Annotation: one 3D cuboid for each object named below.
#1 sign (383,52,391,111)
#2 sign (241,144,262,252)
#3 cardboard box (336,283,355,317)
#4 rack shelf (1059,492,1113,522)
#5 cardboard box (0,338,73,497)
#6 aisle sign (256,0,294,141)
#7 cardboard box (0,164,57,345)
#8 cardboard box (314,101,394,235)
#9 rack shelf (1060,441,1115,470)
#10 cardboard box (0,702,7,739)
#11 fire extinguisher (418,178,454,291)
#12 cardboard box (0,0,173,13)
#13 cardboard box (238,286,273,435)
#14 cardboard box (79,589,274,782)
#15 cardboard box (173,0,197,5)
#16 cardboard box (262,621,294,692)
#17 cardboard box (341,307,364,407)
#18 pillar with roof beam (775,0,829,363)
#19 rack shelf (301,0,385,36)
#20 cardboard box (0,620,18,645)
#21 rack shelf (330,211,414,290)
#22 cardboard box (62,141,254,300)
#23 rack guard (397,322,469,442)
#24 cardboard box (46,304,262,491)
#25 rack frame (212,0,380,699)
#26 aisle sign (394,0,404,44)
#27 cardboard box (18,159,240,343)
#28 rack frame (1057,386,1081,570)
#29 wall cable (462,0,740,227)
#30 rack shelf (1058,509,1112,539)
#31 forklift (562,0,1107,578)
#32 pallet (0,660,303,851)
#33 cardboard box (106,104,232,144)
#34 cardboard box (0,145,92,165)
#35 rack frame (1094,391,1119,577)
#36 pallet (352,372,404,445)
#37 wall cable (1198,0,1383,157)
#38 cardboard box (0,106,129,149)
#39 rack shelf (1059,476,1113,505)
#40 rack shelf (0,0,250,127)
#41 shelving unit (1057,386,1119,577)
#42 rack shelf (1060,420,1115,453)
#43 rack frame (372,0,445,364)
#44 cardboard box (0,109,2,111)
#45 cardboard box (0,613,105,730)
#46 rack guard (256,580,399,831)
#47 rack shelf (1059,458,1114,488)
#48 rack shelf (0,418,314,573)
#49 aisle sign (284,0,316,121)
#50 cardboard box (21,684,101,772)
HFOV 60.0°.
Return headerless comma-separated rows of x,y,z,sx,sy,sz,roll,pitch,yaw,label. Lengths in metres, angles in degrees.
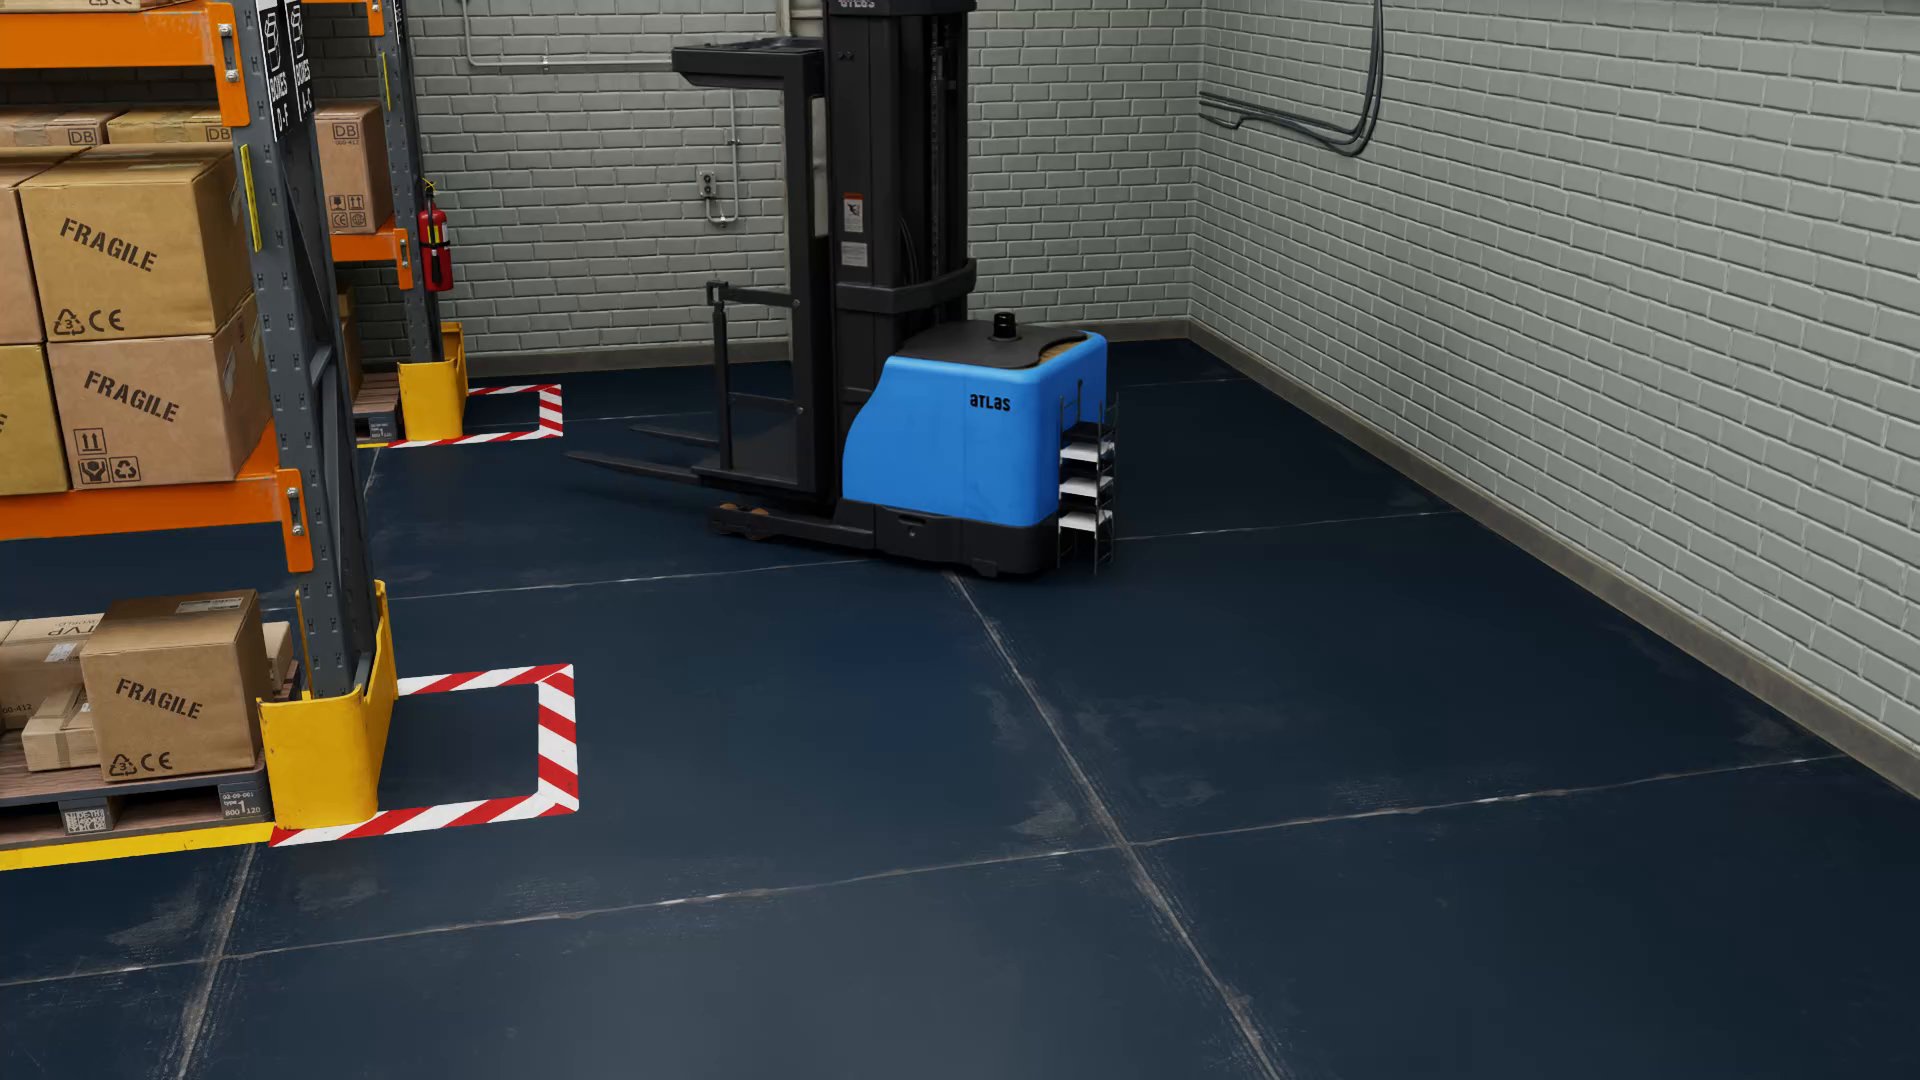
-3.381,-2.706,9.812,0.005,0.325,0.100,-5,21,-12,sign
-2.241,-1.080,5.260,0.005,0.325,0.100,-5,21,-12,sign
-4.075,-1.549,10.764,0.250,0.149,0.380,-5,21,-12,cardboard box
0.638,-0.177,8.347,0.200,0.077,0.258,10,22,25,rack shelf
-3.226,-0.454,5.547,0.500,0.500,0.500,-4,21,-12,cardboard box
-2.212,-1.699,5.312,0.004,0.787,0.394,-5,21,-12,aisle sign
-3.210,-0.924,5.378,0.500,0.500,0.500,-4,21,-11,cardboard box
-3.987,-2.330,10.380,0.700,0.700,0.980,-4,20,-10,cardboard box
0.638,-0.430,8.254,0.200,0.077,0.258,10,22,25,rack shelf
-3.753,0.700,5.902,0.500,0.250,0.500,-5,21,-12,cardboard box
-3.240,-1.879,10.239,0.183,0.674,0.296,-5,21,-12,fire extinguisher
-2.788,-1.785,5.183,0.500,0.250,0.500,-5,21,-12,cardboard box
-2.842,-0.676,6.153,0.500,0.500,0.500,-4,21,-11,cardboard box
-2.822,0.517,6.036,0.500,0.500,0.500,-5,21,-12,cardboard box
-2.907,-1.958,5.656,0.500,0.250,0.500,-5,21,-12,cardboard box
-2.836,0.475,6.663,0.250,0.149,0.380,-5,21,-12,cardboard box
-4.151,-1.168,10.666,0.500,0.500,0.700,-5,21,-12,cardboard box
-0.073,-4.113,6.959,0.400,9.000,9.100,-5,21,-12,pillar with roof beam
-5.439,-3.146,9.726,4.000,0.370,1.077,-5,21,-12,rack shelf
-3.917,0.536,6.348,0.500,0.250,0.500,-5,21,-12,cardboard box
-5.439,-1.737,10.242,4.000,0.370,1.077,-5,21,-12,rack shelf
-2.842,-1.145,5.981,0.500,0.500,0.500,-4,20,-11,cardboard box
-3.469,-1.062,10.986,0.348,0.500,1.175,-5,21,-12,rack guard
-2.722,-0.496,5.662,0.500,0.500,0.500,-4,20,-11,cardboard box
-2.349,-0.575,6.025,0.127,3.000,1.000,-5,21,-12,rack frame
-3.354,-3.359,9.845,0.004,0.787,0.394,-5,21,-12,aisle sign
-2.719,-0.965,5.488,0.500,0.500,0.500,-5,21,-13,cardboard box
0.547,-0.308,8.348,0.006,0.900,0.240,10,22,25,rack frame
-2.464,-3.128,11.517,1.851,1.984,0.084,-5,21,-12,wall cable
0.638,-0.092,8.378,0.200,0.077,0.258,10,22,25,rack shelf
-0.773,-1.524,8.714,3.031,2.935,1.130,10,22,25,forklift
-3.199,0.803,6.315,1.213,0.211,1.003,-5,21,-12,pallet
-4.692,-2.269,10.212,0.700,0.700,0.980,-5,21,-13,cardboard box
-3.349,-1.101,5.861,0.500,0.500,0.500,-4,21,-12,cardboard box
0.728,-0.277,8.262,0.006,0.900,0.240,10,22,25,rack frame
-4.253,-0.834,10.786,1.213,0.211,1.003,-5,21,-12,pallet
2.094,-3.920,10.948,0.112,2.526,3.097,-5,21,-12,wall cable
-5.436,-2.212,10.056,0.700,0.700,0.980,-6,21,-15,cardboard box
0.638,-0.261,8.316,0.200,0.077,0.258,10,22,25,rack shelf
-4.295,-1.488,5.200,4.000,0.370,1.077,-5,21,-12,rack shelf
0.638,-0.293,8.305,0.210,0.900,0.258,10,22,25,shelving unit
0.638,-0.515,8.223,0.200,0.077,0.258,10,22,25,rack shelf
-3.493,-2.233,10.550,0.127,3.000,1.000,-5,21,-12,rack frame
-6.142,-2.151,9.890,0.700,0.700,0.980,-5,21,-14,cardboard box
-3.430,0.497,6.456,0.500,0.250,0.500,-5,21,-12,cardboard box
-2.423,0.604,6.438,0.348,0.500,1.175,-5,21,-12,rack guard
0.638,-0.346,8.285,0.200,0.077,0.258,10,22,25,rack shelf
-4.295,-0.079,5.716,4.000,0.370,1.077,-5,21,-12,rack shelf
-2.350,-1.900,5.861,0.004,0.787,0.394,-5,21,-12,aisle sign
-3.236,0.676,6.088,0.250,0.166,0.380,-5,21,-12,cardboard box
